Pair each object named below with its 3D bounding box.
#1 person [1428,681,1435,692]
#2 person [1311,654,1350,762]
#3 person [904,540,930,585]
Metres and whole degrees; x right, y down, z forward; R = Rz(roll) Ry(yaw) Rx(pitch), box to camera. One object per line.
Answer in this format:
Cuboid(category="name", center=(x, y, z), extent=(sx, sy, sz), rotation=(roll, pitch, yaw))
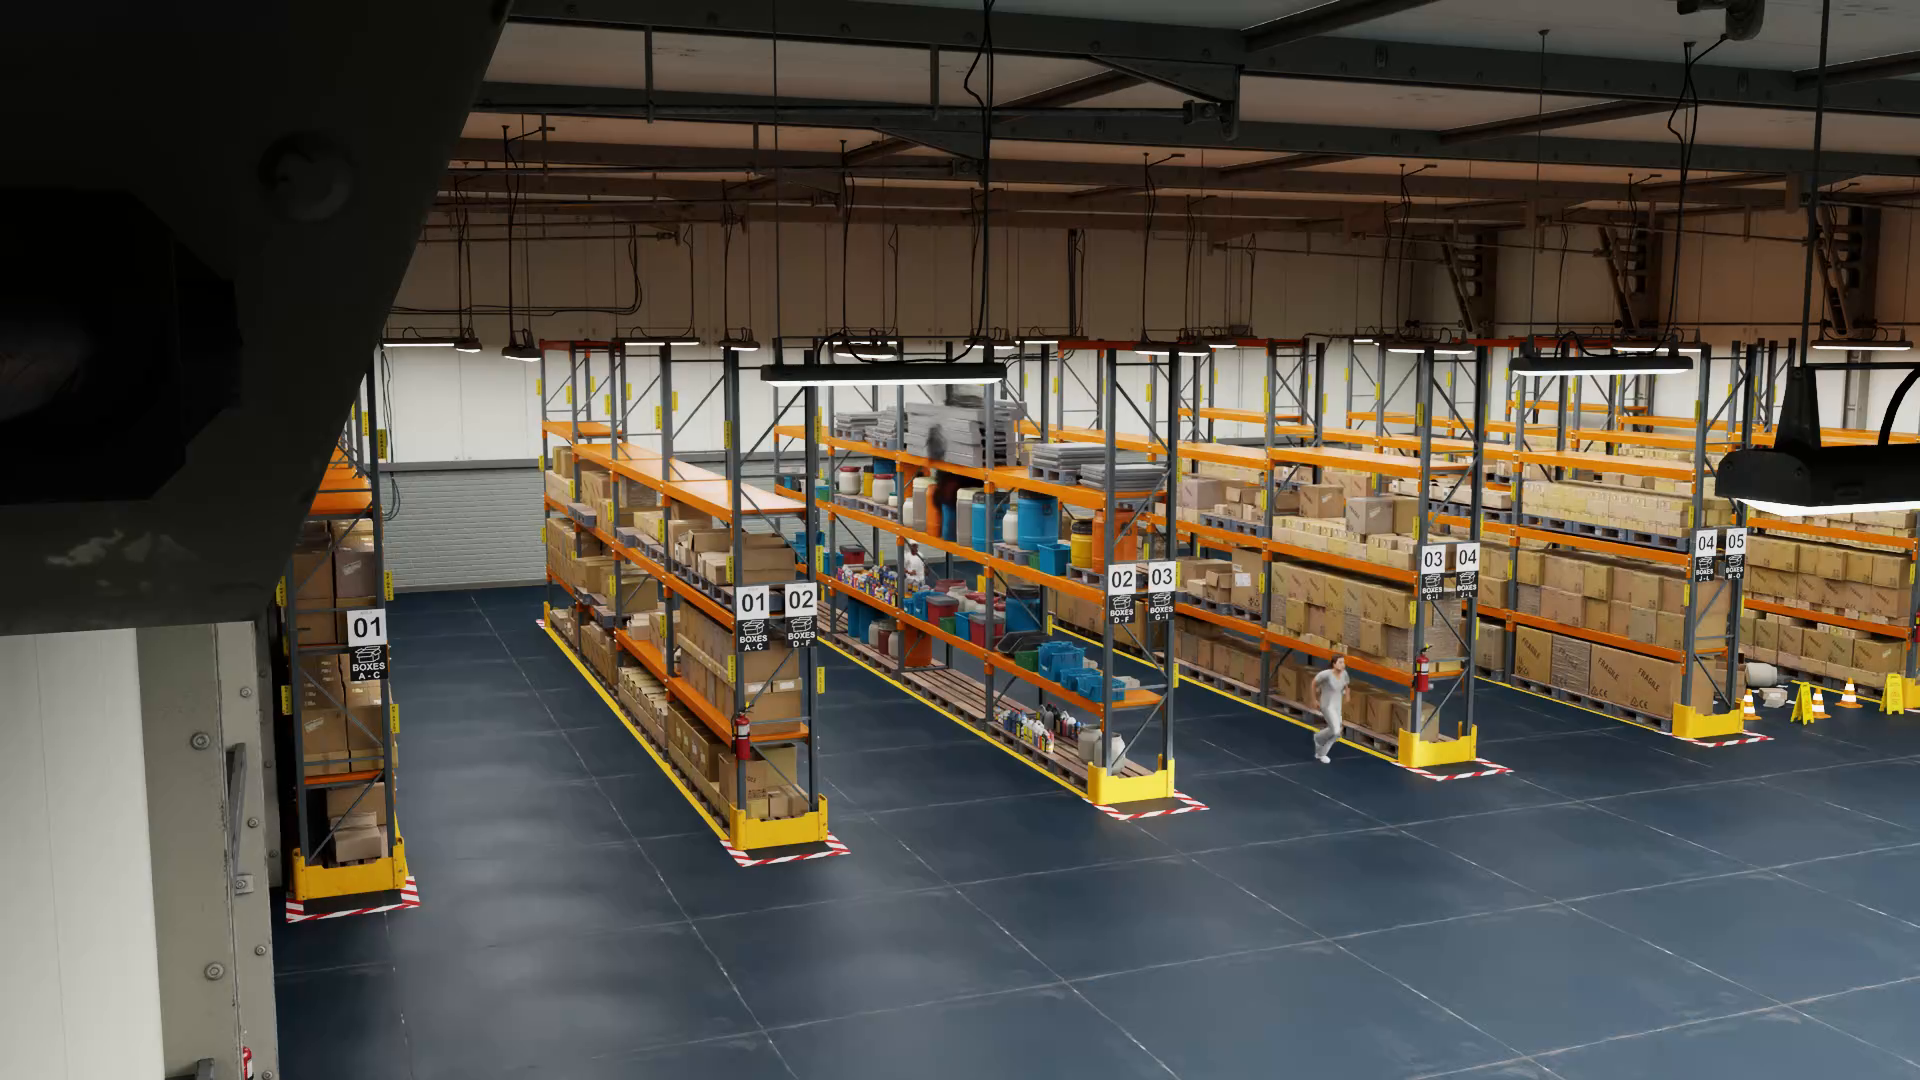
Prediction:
Cuboid(category="person", center=(8.067, 1.821, 29.074), extent=(0.571, 1.548, 0.914), rotation=(-3, 8, -24))
Cuboid(category="person", center=(5.379, 2.417, 24.003), extent=(0.540, 1.608, 0.605), rotation=(-4, 9, -30))
Cuboid(category="person", center=(-0.973, 0.849, 35.612), extent=(0.714, 1.733, 0.791), rotation=(-5, 9, -34))
